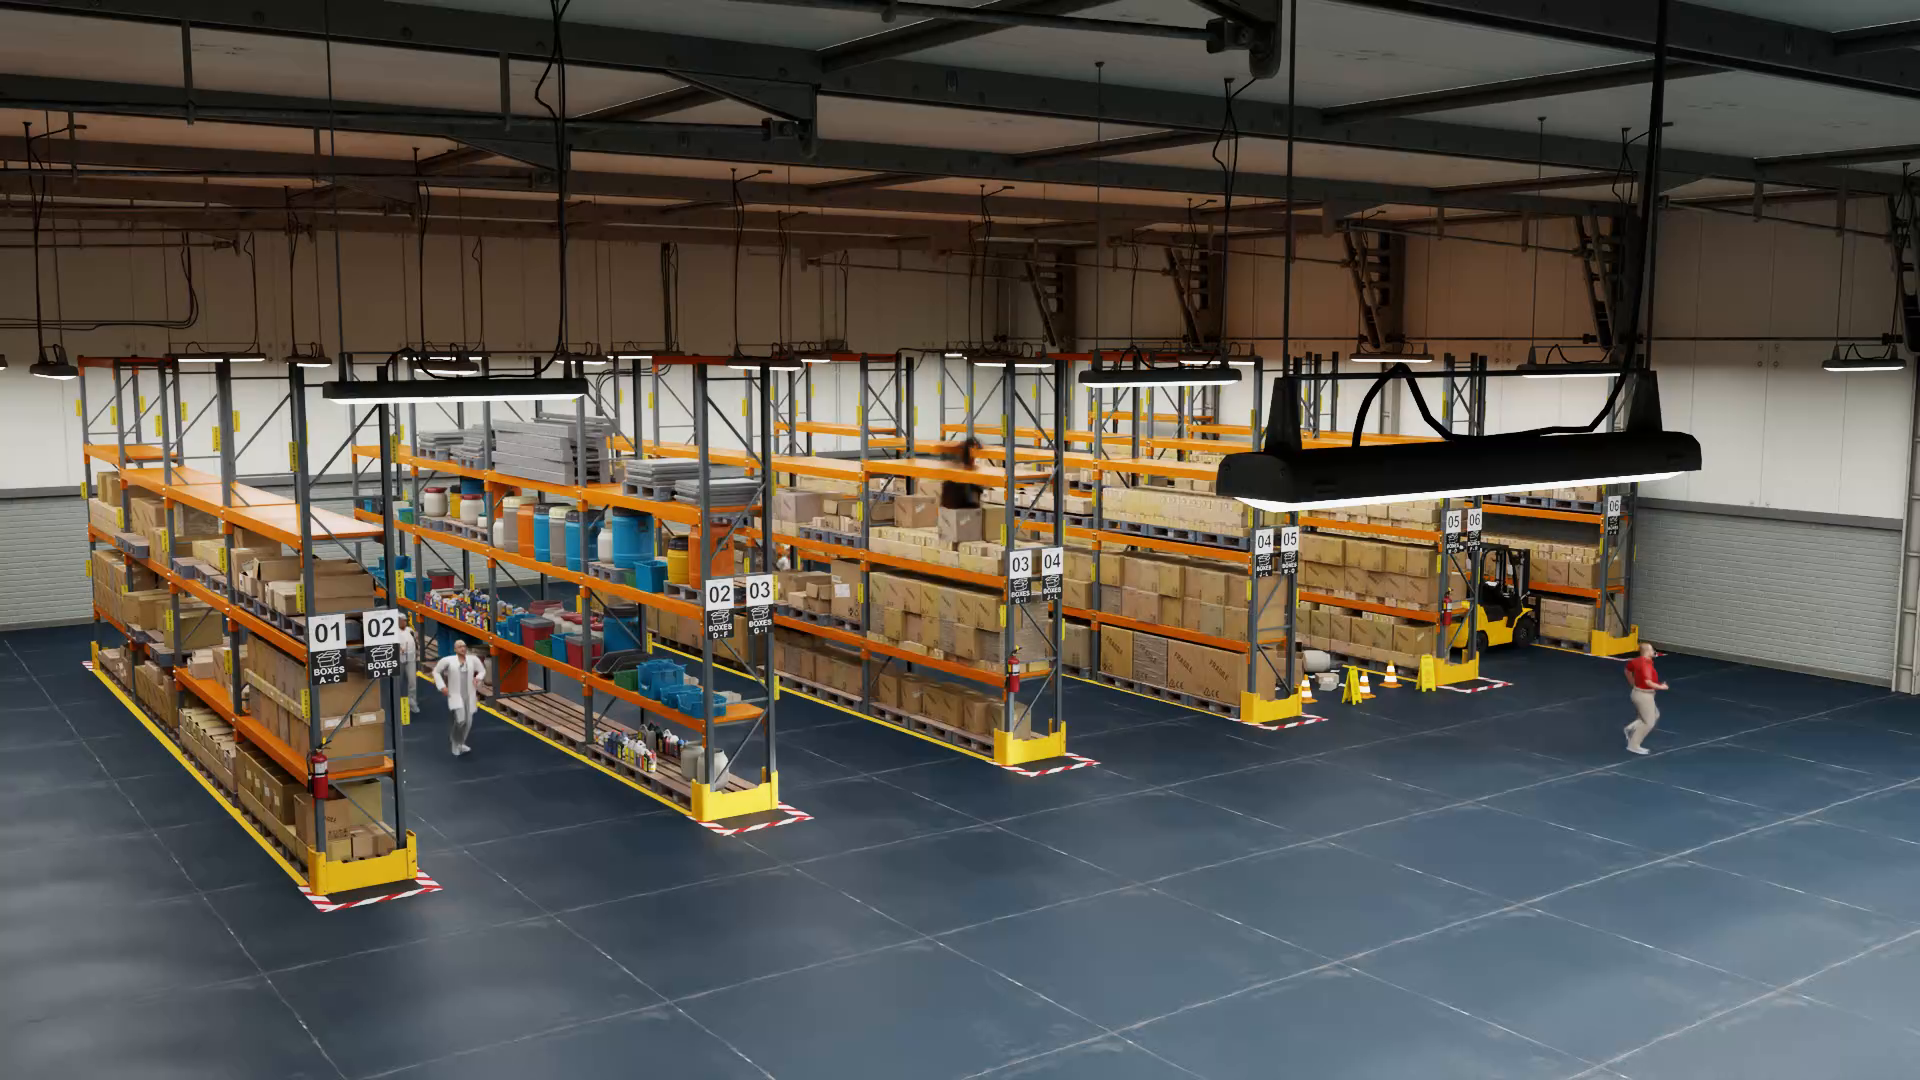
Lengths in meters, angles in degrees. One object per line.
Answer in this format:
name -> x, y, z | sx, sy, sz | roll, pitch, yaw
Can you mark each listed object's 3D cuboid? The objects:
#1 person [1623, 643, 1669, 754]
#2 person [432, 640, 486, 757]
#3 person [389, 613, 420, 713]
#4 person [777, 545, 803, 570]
person -> 10.500, 2.413, 25.422 | 0.578, 1.696, 0.716 | 1, 7, 5
person -> -7.566, 2.395, 25.282 | 0.767, 1.774, 0.649 | -5, 8, -34
person -> -9.461, 2.062, 28.255 | 0.612, 1.653, 0.894 | -6, 9, -39
person -> -3.750, 0.952, 37.148 | 0.687, 1.732, 0.748 | -3, 8, -24
